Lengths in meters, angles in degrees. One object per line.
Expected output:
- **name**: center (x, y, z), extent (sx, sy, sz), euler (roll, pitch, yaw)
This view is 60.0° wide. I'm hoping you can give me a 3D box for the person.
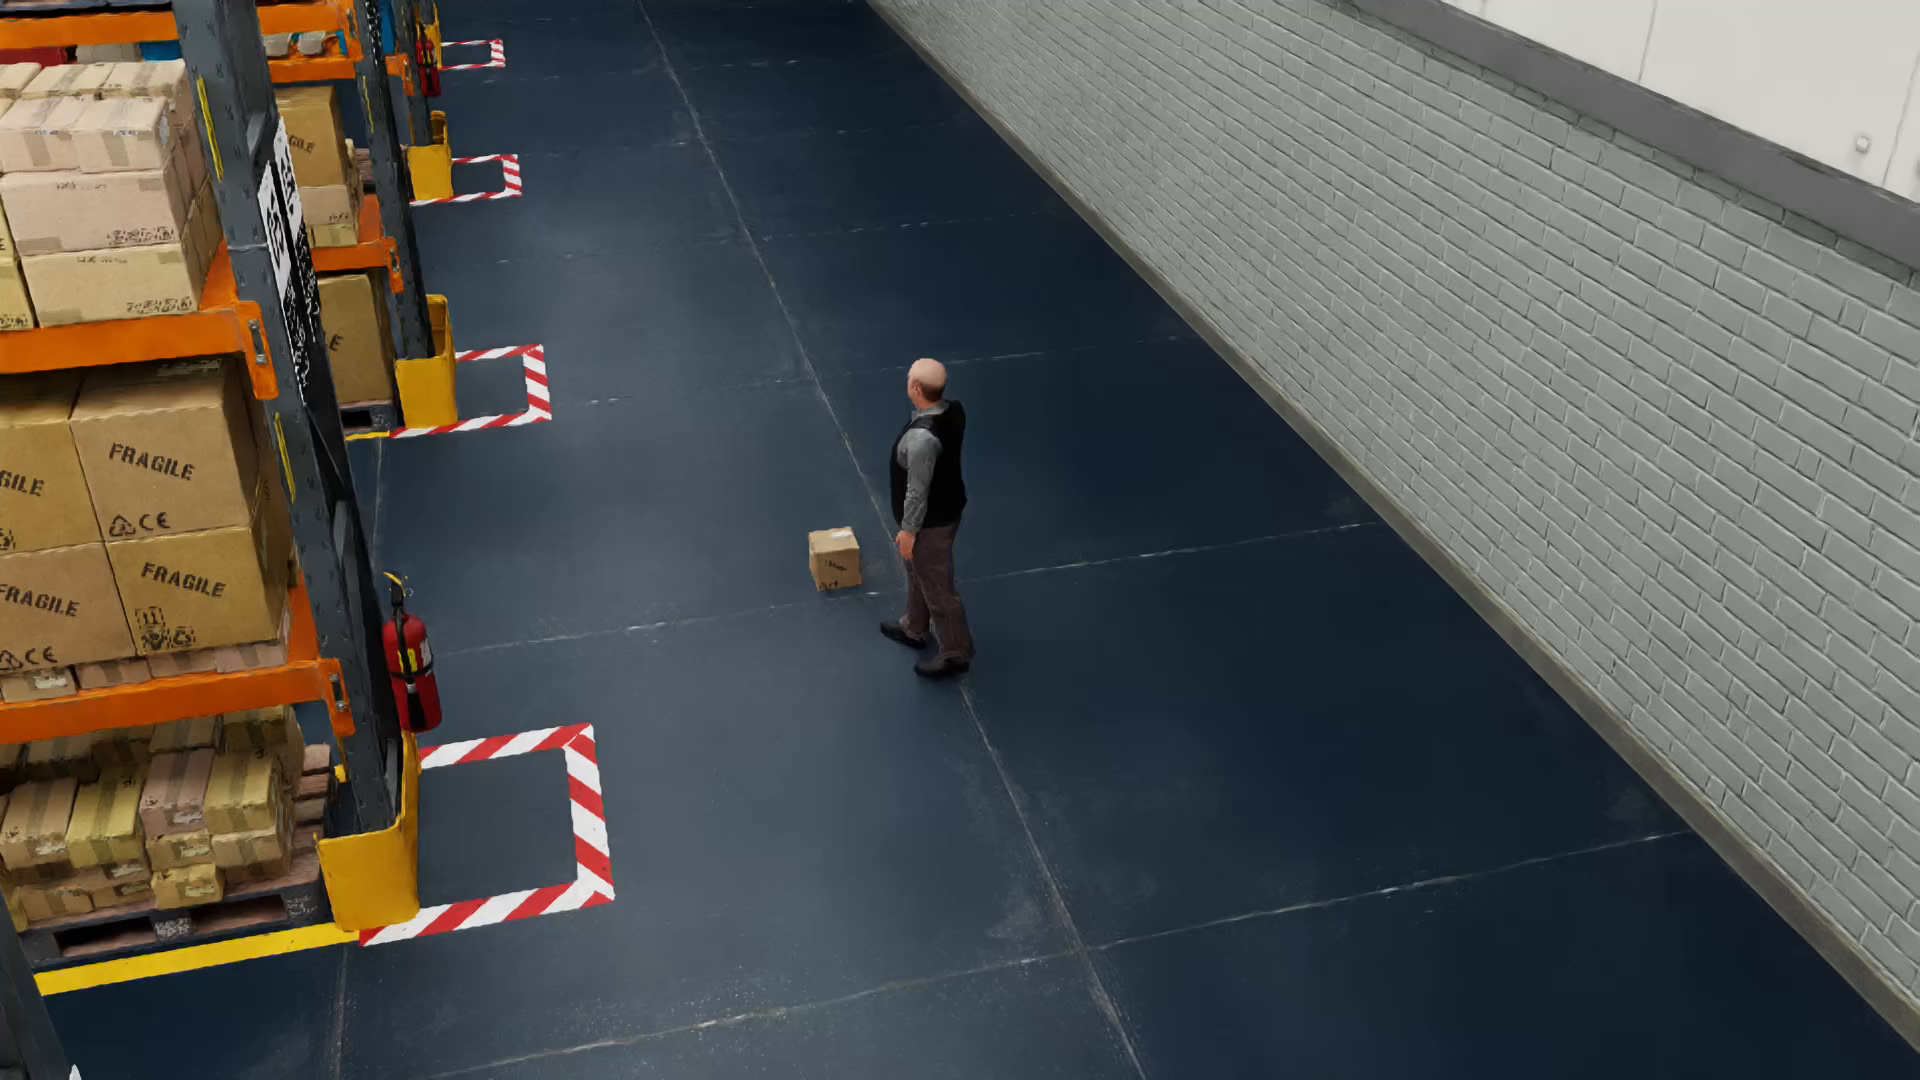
- **person**: center (-0.198, -0.120, 8.466), extent (0.596, 1.723, 0.538), euler (7, 31, 12)
